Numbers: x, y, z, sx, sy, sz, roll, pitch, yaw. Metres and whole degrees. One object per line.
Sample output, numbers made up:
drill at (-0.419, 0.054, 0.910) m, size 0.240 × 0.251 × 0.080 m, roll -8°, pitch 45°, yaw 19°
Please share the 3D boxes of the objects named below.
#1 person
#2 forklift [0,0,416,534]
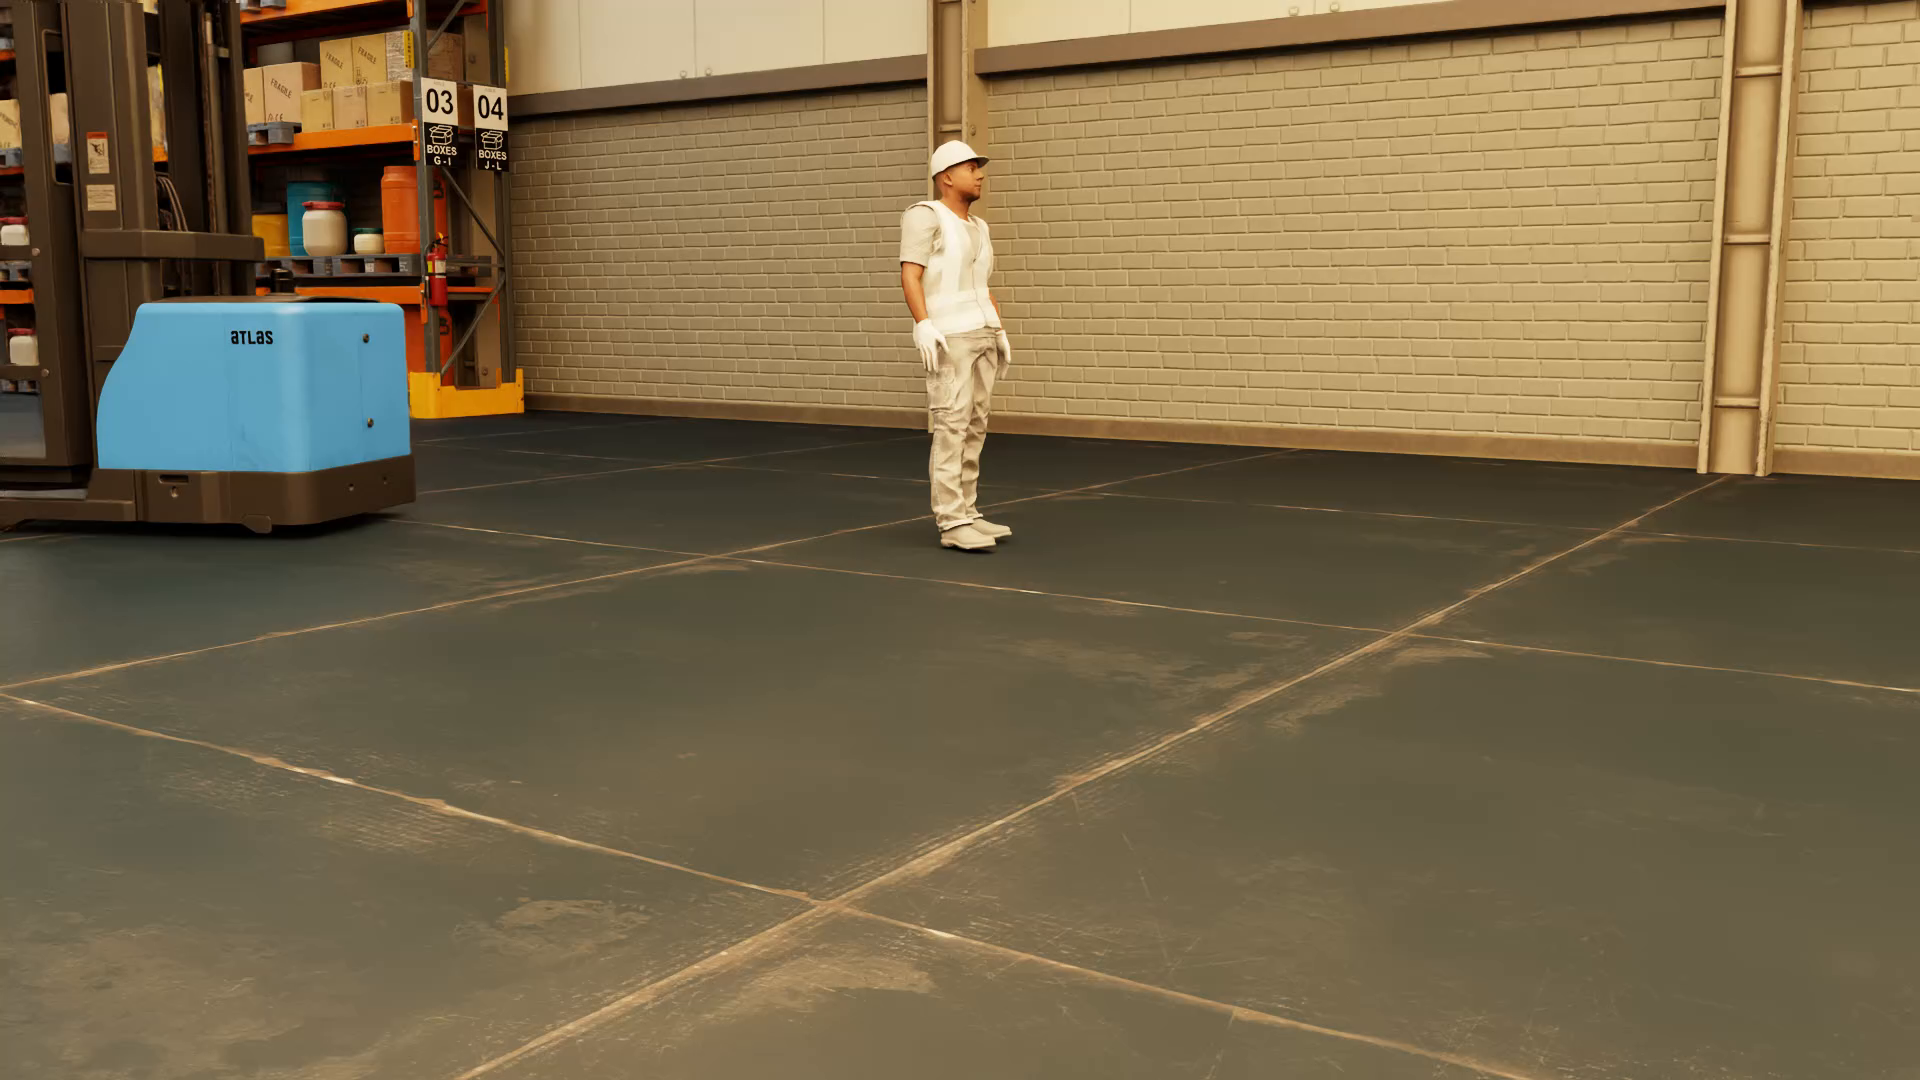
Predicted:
person at (0.054, -0.883, 7.430) m, size 0.577 × 1.782 × 0.656 m, roll 5°, pitch 10°, yaw 34°
forklift at (-4.346, -1.557, 8.140) m, size 3.031 × 2.935 × 1.130 m, roll 2°, pitch 8°, yaw 11°
